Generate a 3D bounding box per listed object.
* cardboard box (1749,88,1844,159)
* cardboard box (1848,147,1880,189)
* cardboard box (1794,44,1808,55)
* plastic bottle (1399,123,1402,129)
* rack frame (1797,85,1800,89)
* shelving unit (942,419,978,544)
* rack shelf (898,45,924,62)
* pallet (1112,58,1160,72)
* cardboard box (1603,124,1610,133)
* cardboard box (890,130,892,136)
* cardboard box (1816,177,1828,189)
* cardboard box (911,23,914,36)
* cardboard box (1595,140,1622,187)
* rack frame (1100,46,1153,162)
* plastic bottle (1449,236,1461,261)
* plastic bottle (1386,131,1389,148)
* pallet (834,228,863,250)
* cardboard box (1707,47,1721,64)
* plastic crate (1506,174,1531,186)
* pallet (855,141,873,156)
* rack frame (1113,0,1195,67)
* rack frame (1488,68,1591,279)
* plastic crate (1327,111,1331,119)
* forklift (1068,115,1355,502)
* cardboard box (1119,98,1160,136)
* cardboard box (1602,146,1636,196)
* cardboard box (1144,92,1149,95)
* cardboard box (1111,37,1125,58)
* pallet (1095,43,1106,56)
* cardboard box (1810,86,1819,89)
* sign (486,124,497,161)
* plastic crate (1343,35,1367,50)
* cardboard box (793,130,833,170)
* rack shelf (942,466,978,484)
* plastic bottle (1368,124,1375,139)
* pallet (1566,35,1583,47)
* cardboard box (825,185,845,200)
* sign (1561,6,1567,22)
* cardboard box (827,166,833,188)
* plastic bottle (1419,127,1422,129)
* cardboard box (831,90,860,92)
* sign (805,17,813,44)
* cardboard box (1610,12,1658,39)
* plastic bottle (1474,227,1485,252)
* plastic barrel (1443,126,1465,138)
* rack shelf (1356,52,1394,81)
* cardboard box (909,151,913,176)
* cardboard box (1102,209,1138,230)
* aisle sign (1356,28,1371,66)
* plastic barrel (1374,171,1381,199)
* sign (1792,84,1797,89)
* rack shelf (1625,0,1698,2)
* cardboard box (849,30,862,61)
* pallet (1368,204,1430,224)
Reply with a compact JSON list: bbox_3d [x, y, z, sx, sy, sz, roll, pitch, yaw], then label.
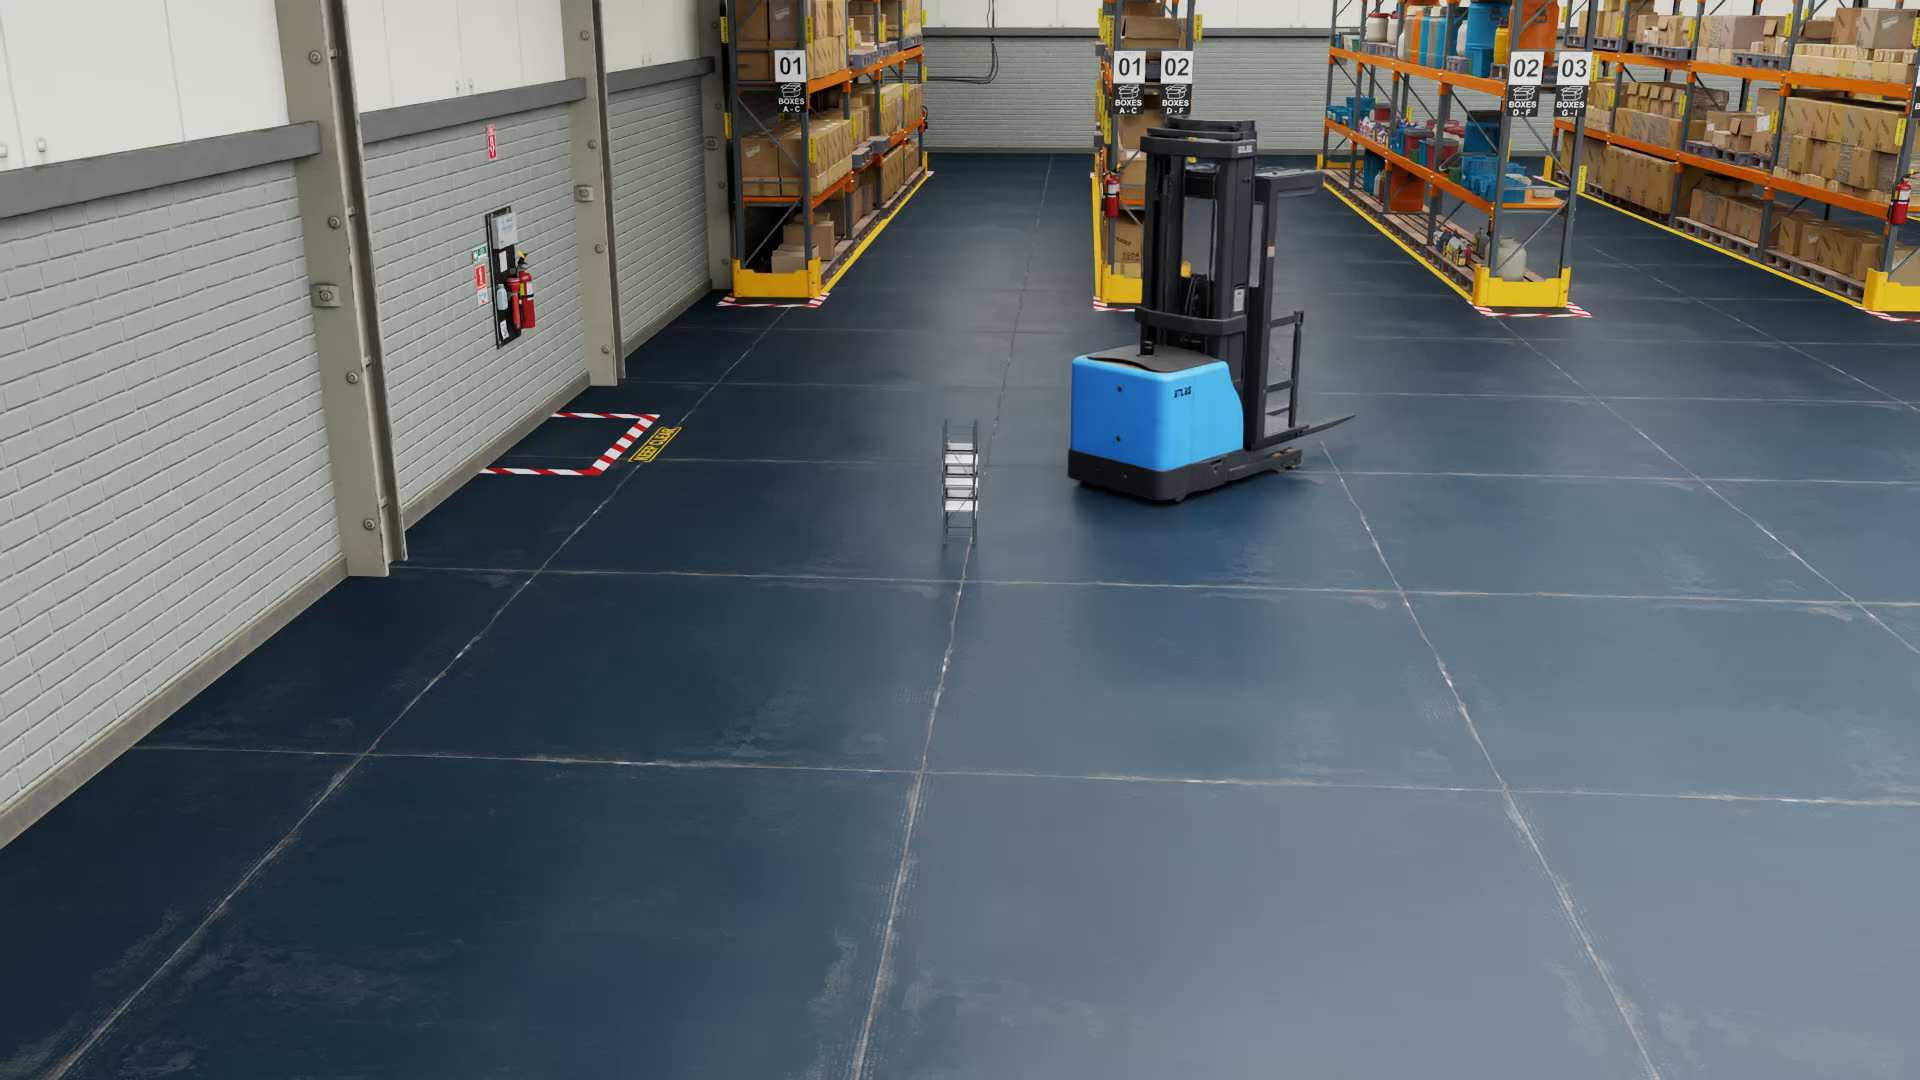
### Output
[{"bbox_3d":[12.821,-6.363,25.388,1.000,1.000,1.000,1,18,4],"label":"cardboard box"},{"bbox_3d":[12.320,-4.910,21.952,0.875,0.500,0.500,1,18,4],"label":"cardboard box"},{"bbox_3d":[12.293,-7.085,24.011,0.380,0.149,0.250,1,18,2],"label":"cardboard box"},{"bbox_3d":[8.364,-7.767,31.515,0.097,0.271,0.097,0,18,0],"label":"plastic bottle"},{"bbox_3d":[18.424,-9.220,35.744,1.000,3.000,0.127,1,18,4],"label":"rack frame"},{"bbox_3d":[0.001,-0.430,12.291,0.258,0.900,0.210,1,18,4],"label":"shelving unit"},{"bbox_3d":[-1.481,-10.156,34.939,1.077,0.370,4.000,1,18,4],"label":"rack shelf"},{"bbox_3d":[2.618,-6.598,23.065,1.003,0.211,1.213,1,18,4],"label":"pallet"},{"bbox_3d":[12.893,-8.102,32.737,0.380,0.149,0.250,1,18,4],"label":"cardboard box"},{"bbox_3d":[-1.501,-7.837,31.894,0.380,0.149,0.250,1,18,2],"label":"cardboard box"},{"bbox_3d":[12.214,-4.990,23.237,0.380,0.149,0.250,1,18,4],"label":"cardboard box"},{"bbox_3d":[-1.231,-10.579,34.480,0.500,0.250,0.500,1,18,2],"label":"cardboard box"},{"bbox_3d":[13.325,-7.513,33.272,0.875,0.875,0.875,1,18,4],"label":"cardboard box"},{"bbox_3d":[3.317,-8.342,33.065,1.000,3.000,0.127,1,18,4],"label":"rack frame"},{"bbox_3d":[7.155,-4.206,23.990,0.144,0.351,0.185,2,18,6],"label":"plastic bottle"},{"bbox_3d":[7.574,-7.068,29.363,0.061,0.283,0.133,1,18,4],"label":"plastic bottle"},{"bbox_3d":[-2.143,-4.884,26.988,1.003,0.211,1.213,1,18,4],"label":"pallet"},{"bbox_3d":[12.586,-7.932,27.236,0.500,0.250,0.500,2,18,5],"label":"cardboard box"},{"bbox_3d":[7.820,-5.110,23.626,0.530,0.136,0.437,1,18,4],"label":"plastic crate"},{"bbox_3d":[-2.012,-6.502,27.758,1.003,0.211,1.213,1,18,4],"label":"pallet"},{"bbox_3d":[2.457,-7.466,20.756,1.000,3.000,0.127,1,18,4],"label":"rack frame"},{"bbox_3d":[7.397,-4.503,21.350,1.000,3.000,0.127,1,18,4],"label":"rack frame"},{"bbox_3d":[8.093,-9.209,36.037,0.250,0.136,0.298,1,18,4],"label":"plastic crate"},{"bbox_3d":[2.301,-2.069,14.030,3.031,2.935,1.130,-17,25,-42],"label":"forklift"},{"bbox_3d":[2.647,-6.071,23.890,0.700,0.500,0.500,1,18,4],"label":"cardboard box"},{"bbox_3d":[13.172,-7.110,32.044,1.225,0.875,0.875,1,18,4],"label":"cardboard box"},{"bbox_3d":[3.632,-9.005,33.321,0.500,0.500,0.500,2,18,5],"label":"cardboard box"},{"bbox_3d":[2.276,-6.599,22.269,0.500,0.250,0.500,1,18,4],"label":"cardboard box"},{"bbox_3d":[3.129,-9.155,31.030,1.213,0.211,1.003,1,18,4],"label":"pallet"},{"bbox_3d":[18.098,-9.594,34.640,0.500,0.500,0.500,2,18,6],"label":"cardboard box"},{"bbox_3d":[-4.042,-3.432,14.358,0.001,0.298,0.199,1,18,4],"label":"sign"},{"bbox_3d":[8.077,-10.160,33.987,0.437,0.282,0.530,1,18,4],"label":"plastic crate"},{"bbox_3d":[-2.062,-5.474,23.317,0.500,0.500,0.500,1,18,2],"label":"cardboard box"},{"bbox_3d":[0.001,-0.484,12.273,0.258,0.077,0.200,1,18,4],"label":"rack shelf"},{"bbox_3d":[7.761,-7.677,31.233,0.152,0.276,0.135,1,18,4],"label":"plastic bottle"},{"bbox_3d":[13.442,-10.515,35.020,1.003,0.211,1.213,1,18,4],"label":"pallet"},{"bbox_3d":[-2.133,-5.710,27.136,0.500,0.250,0.500,1,18,3],"label":"cardboard box"},{"bbox_3d":[12.931,-11.255,35.606,0.100,0.325,0.005,1,18,4],"label":"sign"},{"bbox_3d":[-2.067,-5.127,23.461,0.500,0.250,0.500,1,18,3],"label":"cardboard box"},{"bbox_3d":[8.443,-7.448,30.543,0.097,0.271,0.097,0,18,0],"label":"plastic bottle"},{"bbox_3d":[-2.096,-8.071,30.364,0.500,0.250,0.500,1,18,2],"label":"cardboard box"},{"bbox_3d":[-1.943,-6.553,21.384,0.100,0.325,0.005,1,18,4],"label":"sign"},{"bbox_3d":[13.194,-10.084,32.568,0.700,0.500,0.500,0,18,1],"label":"cardboard box"},{"bbox_3d":[7.781,-4.493,24.865,0.144,0.351,0.185,1,18,4],"label":"plastic bottle"},{"bbox_3d":[8.055,-6.465,27.117,0.433,0.535,0.433,0,18,0],"label":"plastic barrel"},{"bbox_3d":[8.114,-8.693,30.473,1.077,0.370,4.000,1,18,4],"label":"rack shelf"},{"bbox_3d":[-1.390,-8.009,35.387,0.700,0.500,0.500,2,18,5],"label":"cardboard box"},{"bbox_3d":[2.293,-4.504,23.888,0.500,0.500,0.500,1,18,4],"label":"cardboard box"},{"bbox_3d":[8.842,-10.724,36.158,0.394,0.787,0.004,1,18,4],"label":"aisle sign"},{"bbox_3d":[8.021,-6.686,31.331,0.421,0.512,0.421,0,18,0],"label":"plastic barrel"},{"bbox_3d":[17.883,-9.643,35.646,0.100,0.325,0.005,1,18,4],"label":"sign"},{"bbox_3d":[13.054,-9.818,29.731,1.077,0.370,4.000,1,18,4],"label":"rack shelf"},{"bbox_3d":[-2.096,-8.293,27.899,0.797,0.503,0.637,4,19,12],"label":"cardboard box"},{"bbox_3d":[7.986,-5.909,30.117,1.003,0.211,1.213,1,18,4],"label":"pallet"}]
